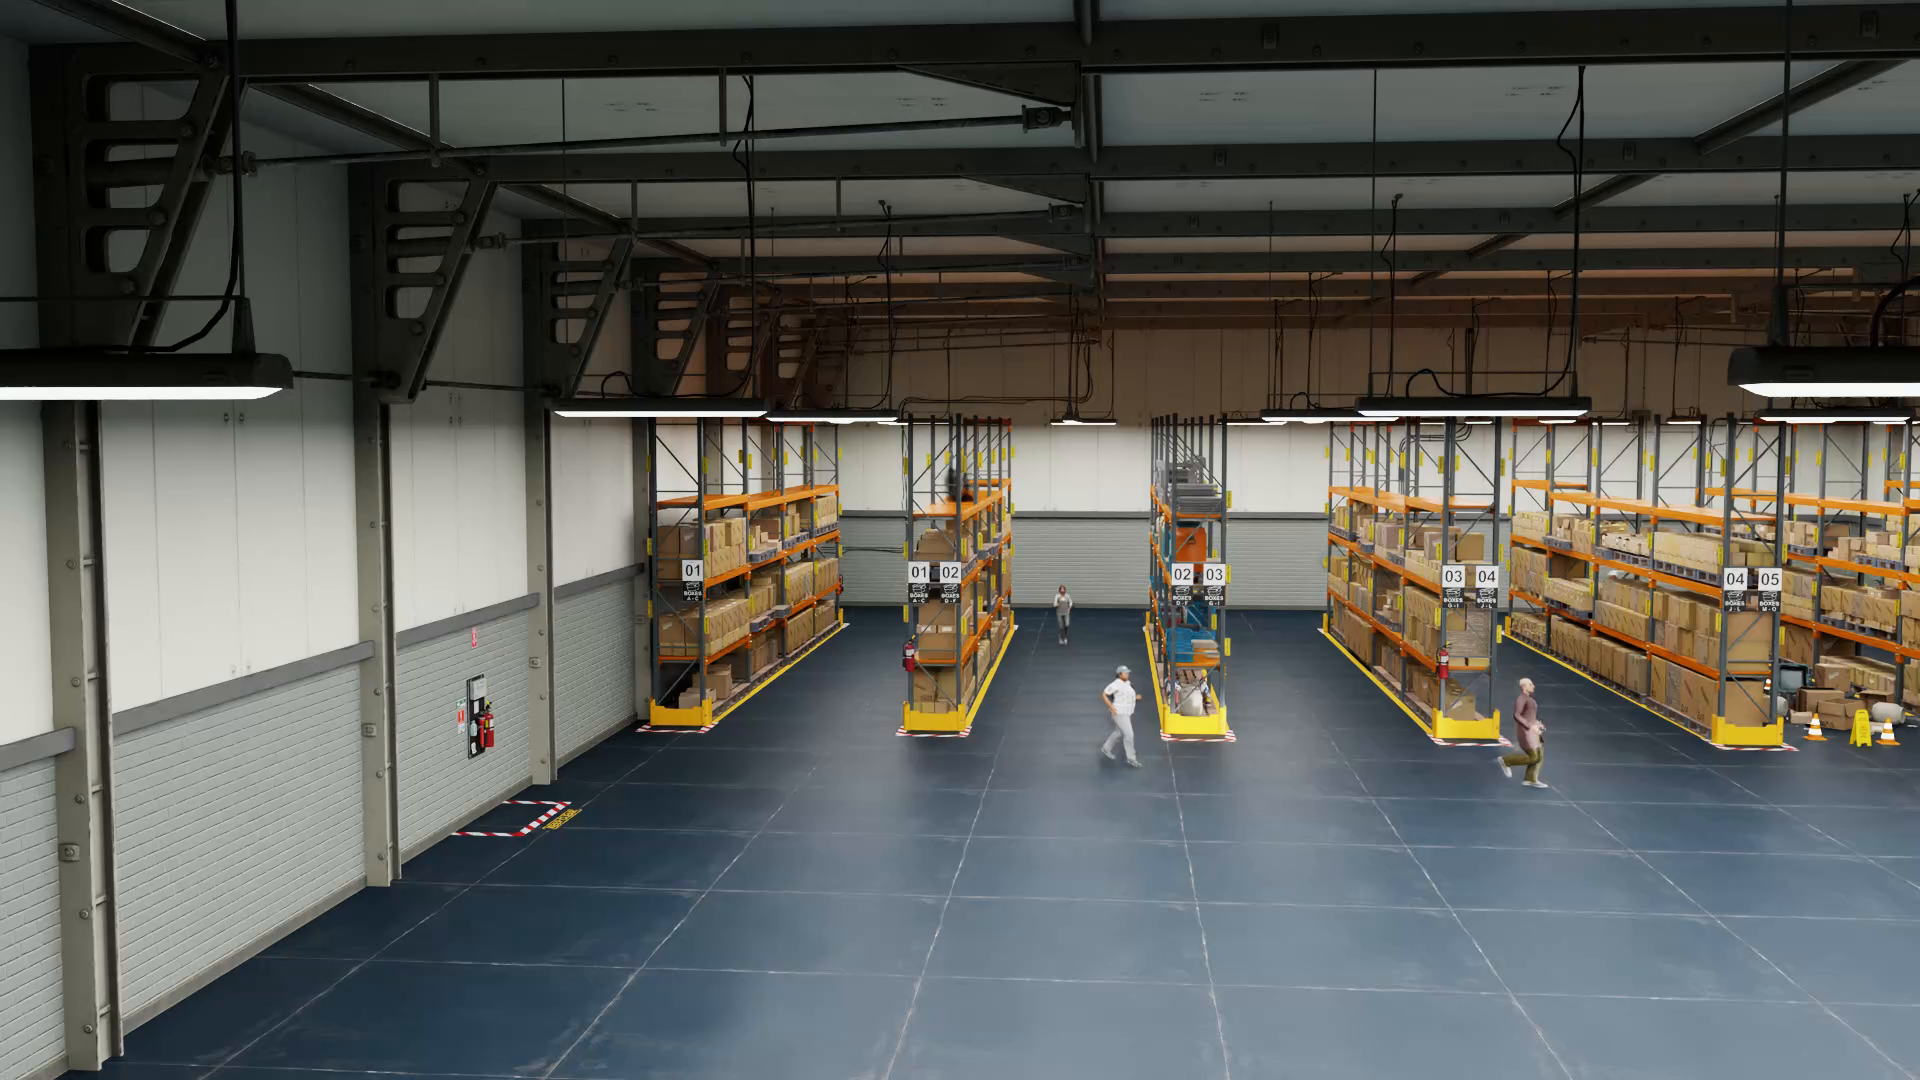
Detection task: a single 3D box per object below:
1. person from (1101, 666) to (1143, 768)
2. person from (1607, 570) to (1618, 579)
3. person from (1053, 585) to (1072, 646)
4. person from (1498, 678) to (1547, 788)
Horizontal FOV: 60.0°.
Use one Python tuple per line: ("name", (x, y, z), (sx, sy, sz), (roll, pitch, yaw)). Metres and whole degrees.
("person", (2.752, 2.979, 28.253), (0.875, 1.696, 0.594), (2, 4, 31))
("person", (18.796, 1.719, 47.132), (0.954, 1.722, 0.683), (0, 4, -6))
("person", (2.714, 1.986, 43.744), (0.515, 1.604, 0.625), (0, 4, -2))
("person", (9.013, 3.072, 26.575), (0.756, 1.743, 0.710), (2, 4, 29))
